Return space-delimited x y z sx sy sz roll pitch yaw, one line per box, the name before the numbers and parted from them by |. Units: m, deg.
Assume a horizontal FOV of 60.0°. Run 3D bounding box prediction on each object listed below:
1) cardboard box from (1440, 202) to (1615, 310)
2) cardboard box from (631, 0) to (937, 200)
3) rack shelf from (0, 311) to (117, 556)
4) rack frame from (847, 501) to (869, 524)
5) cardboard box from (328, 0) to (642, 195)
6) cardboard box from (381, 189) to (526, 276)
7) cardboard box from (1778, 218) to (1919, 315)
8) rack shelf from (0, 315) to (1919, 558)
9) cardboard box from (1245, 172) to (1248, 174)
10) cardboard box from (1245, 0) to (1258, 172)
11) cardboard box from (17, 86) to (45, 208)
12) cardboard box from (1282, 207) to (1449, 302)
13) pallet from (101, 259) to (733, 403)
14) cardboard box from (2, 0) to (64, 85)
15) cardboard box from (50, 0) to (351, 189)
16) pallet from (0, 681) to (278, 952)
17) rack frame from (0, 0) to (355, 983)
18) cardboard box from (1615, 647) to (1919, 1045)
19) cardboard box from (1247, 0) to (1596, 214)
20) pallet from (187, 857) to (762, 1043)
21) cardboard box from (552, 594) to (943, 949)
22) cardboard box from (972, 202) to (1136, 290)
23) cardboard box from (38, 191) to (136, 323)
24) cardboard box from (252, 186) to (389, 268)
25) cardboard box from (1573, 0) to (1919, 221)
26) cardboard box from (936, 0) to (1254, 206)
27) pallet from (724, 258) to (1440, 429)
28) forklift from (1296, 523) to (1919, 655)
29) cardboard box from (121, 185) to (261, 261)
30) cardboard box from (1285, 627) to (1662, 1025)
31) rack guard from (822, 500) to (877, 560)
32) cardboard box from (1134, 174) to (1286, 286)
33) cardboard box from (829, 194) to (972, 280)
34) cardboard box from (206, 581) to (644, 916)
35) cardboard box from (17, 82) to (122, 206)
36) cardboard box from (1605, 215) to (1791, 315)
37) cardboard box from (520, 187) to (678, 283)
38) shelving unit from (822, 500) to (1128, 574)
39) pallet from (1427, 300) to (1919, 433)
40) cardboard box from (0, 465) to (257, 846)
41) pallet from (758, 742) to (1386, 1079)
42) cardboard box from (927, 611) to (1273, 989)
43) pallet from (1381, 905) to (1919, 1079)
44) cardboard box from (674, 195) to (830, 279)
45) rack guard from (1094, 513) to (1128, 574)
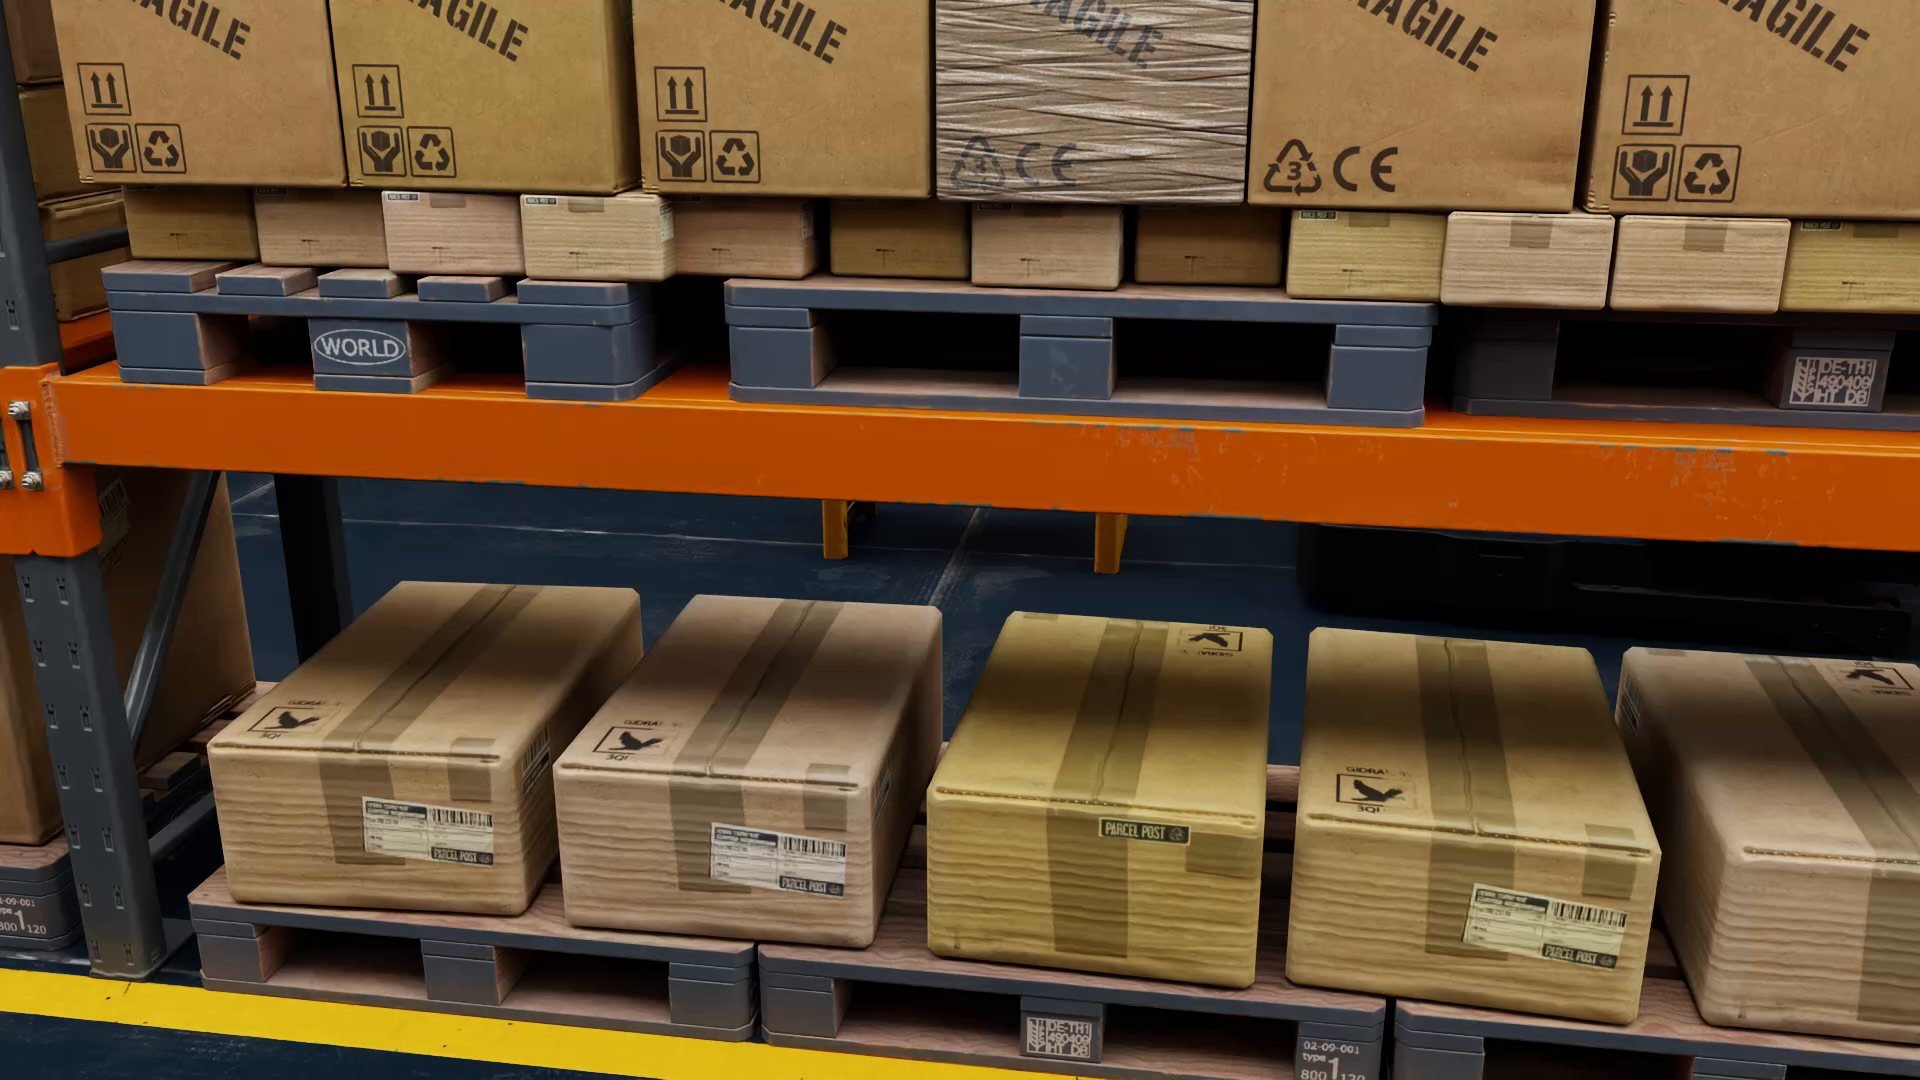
cardboard box | 0.925 -0.497 2.796 0.250 0.149 0.380 3 19 9
cardboard box | -0.254 -0.891 2.949 0.500 0.500 0.500 3 19 10
rack shelf | -3.677 -0.406 3.924 4.000 0.370 1.077 3 19 9
rack frame | -0.418 -0.733 6.129 0.032 1.500 0.500 3 19 9
cardboard box | -0.779 -0.915 3.023 0.500 0.500 0.500 4 19 11
cardboard box | -0.874 -0.599 3.101 0.250 0.149 0.380 2 19 5
cardboard box | 1.438 -0.484 2.756 0.250 0.149 0.380 2 19 7
rack shelf | 0.272 -0.205 3.322 4.000 0.370 1.077 3 19 9
cardboard box | 0.469 -0.727 3.481 0.250 0.149 0.380 4 19 11
cardboard box | 0.340 -1.023 3.346 0.500 0.500 0.500 2 19 6
cardboard box | -2.221 -0.758 3.288 0.500 0.250 0.500 3 19 8
cardboard box | 0.690 -0.521 2.866 0.250 0.149 0.380 3 19 9
pallet | -0.982 -0.553 3.532 1.003 0.211 1.213 3 19 9
cardboard box | -2.150 -1.270 3.637 0.500 0.500 0.500 2 19 7
cardboard box | -1.295 -0.939 3.095 0.500 0.500 0.500 2 19 7
pallet | -2.469 0.612 4.140 1.213 0.211 1.003 3 19 9
rack frame | -1.702 -0.647 3.509 0.127 3.000 1.000 3 19 9
cardboard box | 1.729 0.576 3.334 0.625 0.372 0.950 3 19 9
cardboard box | 0.756 -0.837 2.789 0.500 0.500 0.500 4 19 11
pallet | -0.931 0.715 3.832 1.213 0.211 1.003 3 19 9
cardboard box | -0.416 0.466 3.661 0.625 0.372 0.950 3 19 8
cardboard box | 0.177 -0.556 2.971 0.250 0.149 0.380 4 19 10
cardboard box | -2.145 -0.679 3.842 0.500 0.250 0.500 3 19 8
cardboard box | -1.137 -0.627 3.185 0.250 0.149 0.380 2 19 5
cardboard box | 1.265 -0.809 2.705 0.500 0.500 0.500 3 19 9
cardboard box | 0.239 -0.863 2.867 0.500 0.500 0.500 2 19 7
pallet | 0.259 -0.469 3.280 1.213 0.211 1.003 3 19 9
forklift | 2.710 -1.213 5.310 3.031 2.935 1.130 4 19 11
cardboard box | -1.411 -0.652 3.259 0.250 0.149 0.380 2 19 5
cardboard box | 1.019 0.541 3.439 0.625 0.372 0.950 4 19 12
rack guard | -0.416 -0.140 6.327 0.087 0.250 0.587 3 19 9
cardboard box | 0.447 -0.566 3.002 0.250 0.149 0.380 2 19 7
cardboard box | -0.070 -0.589 3.071 0.250 0.149 0.380 4 19 11
cardboard box | -1.146 0.432 3.765 0.625 0.372 0.950 2 19 5
cardboard box | -2.163 -0.916 3.761 0.500 0.250 0.500 3 19 8
cardboard box | 1.178 -0.485 2.761 0.250 0.149 0.380 3 19 8
cardboard box | -0.606 -0.579 3.040 0.250 0.149 0.380 3 19 9
shelving unit | 0.075 -0.707 6.054 1.083 1.500 0.587 3 19 9
pallet | 1.516 -0.439 3.189 1.213 0.211 1.003 3 19 9
cardboard box | -2.371 0.101 3.961 0.875 0.875 0.875 3 19 8
pallet | 0.270 0.778 3.647 1.213 0.211 1.003 3 19 9
cardboard box | 0.332 0.506 3.542 0.625 0.372 0.950 4 19 10
pallet | 1.478 0.838 3.465 1.213 0.211 1.003 3 19 9
cardboard box | -0.355 -0.591 3.077 0.250 0.149 0.380 4 19 12
rack guard | 0.567 -0.090 6.177 0.087 0.250 0.587 3 19 9
